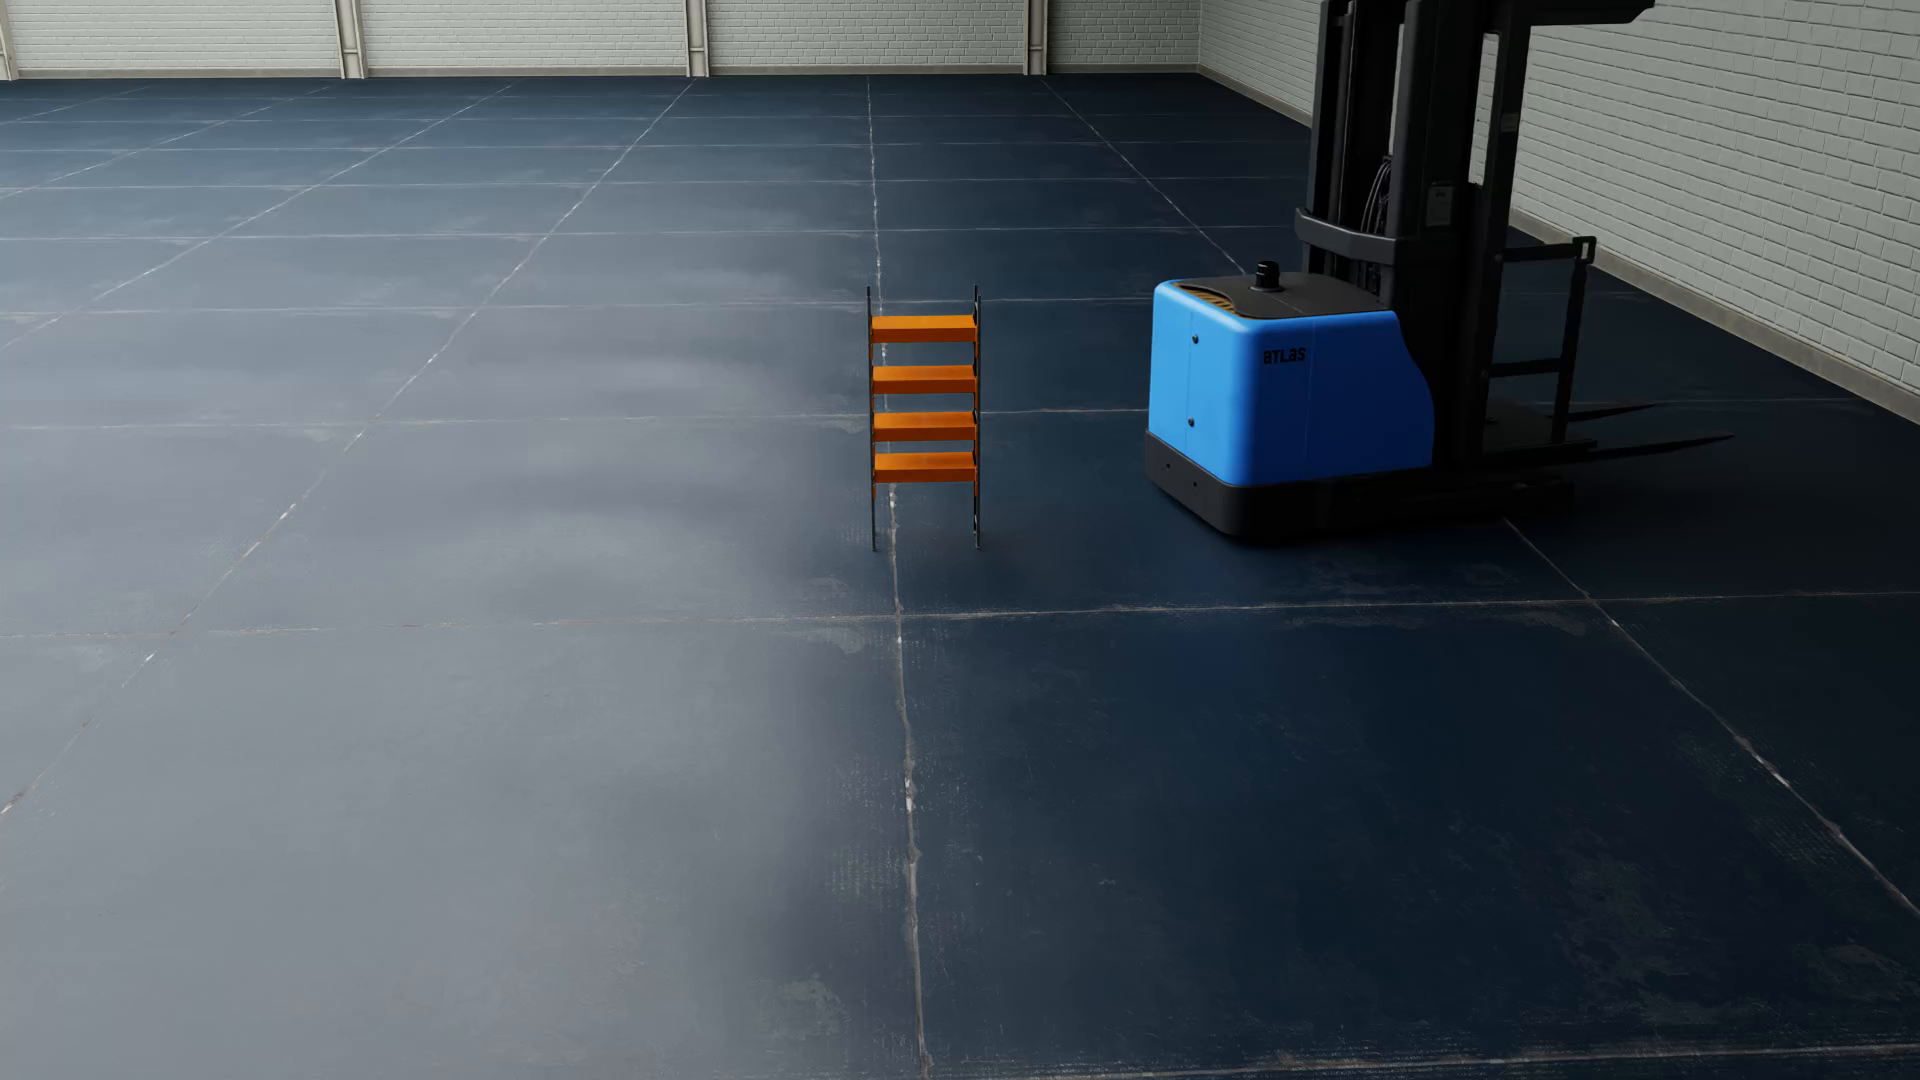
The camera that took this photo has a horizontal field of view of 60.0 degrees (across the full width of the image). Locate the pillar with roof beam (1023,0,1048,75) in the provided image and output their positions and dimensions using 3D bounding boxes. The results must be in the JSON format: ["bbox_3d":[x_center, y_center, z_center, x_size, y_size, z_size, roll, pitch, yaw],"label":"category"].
[{"bbox_3d":[1.589,-11.054,24.277,0.400,9.000,9.100,-1,21,-3],"label":"pillar with roof beam"}]

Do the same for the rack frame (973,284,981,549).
[{"bbox_3d":[0.078,-0.562,7.680,0.015,1.200,0.240,-1,21,-3],"label":"rack frame"}]

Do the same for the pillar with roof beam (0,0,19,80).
[{"bbox_3d":[-16.381,-10.689,23.316,0.400,9.000,9.100,-1,21,-3],"label":"pillar with roof beam"}]

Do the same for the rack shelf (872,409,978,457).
[{"bbox_3d":[-0.165,-0.494,7.691,0.480,0.148,0.258,-1,21,-3],"label":"rack shelf"}]

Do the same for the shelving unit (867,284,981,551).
[{"bbox_3d":[-0.165,-0.557,7.667,0.503,1.200,0.258,-1,21,-3],"label":"shelving unit"}]

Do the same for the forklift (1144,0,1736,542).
[{"bbox_3d":[2.522,-1.656,8.119,3.031,2.935,1.130,-7,22,-17],"label":"forklift"}]

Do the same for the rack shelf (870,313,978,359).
[{"bbox_3d":[-0.165,-0.925,7.527,0.480,0.148,0.258,-1,21,-3],"label":"rack shelf"}]

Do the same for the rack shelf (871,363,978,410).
[{"bbox_3d":[-0.165,-0.704,7.611,0.480,0.148,0.258,-1,21,-3],"label":"rack shelf"}]

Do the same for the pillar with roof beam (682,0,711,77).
[{"bbox_3d":[-4.401,-10.932,23.956,0.400,9.000,9.100,-1,21,-3],"label":"pillar with roof beam"}]

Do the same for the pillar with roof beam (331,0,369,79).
[{"bbox_3d":[-10.391,-10.810,23.636,0.400,9.000,9.100,-1,21,-3],"label":"pillar with roof beam"}]

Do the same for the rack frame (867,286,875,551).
[{"bbox_3d":[-0.409,-0.552,7.654,0.015,1.200,0.240,-1,21,-3],"label":"rack frame"}]

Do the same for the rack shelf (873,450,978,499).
[{"bbox_3d":[-0.165,-0.309,7.762,0.480,0.148,0.258,-1,21,-3],"label":"rack shelf"}]
